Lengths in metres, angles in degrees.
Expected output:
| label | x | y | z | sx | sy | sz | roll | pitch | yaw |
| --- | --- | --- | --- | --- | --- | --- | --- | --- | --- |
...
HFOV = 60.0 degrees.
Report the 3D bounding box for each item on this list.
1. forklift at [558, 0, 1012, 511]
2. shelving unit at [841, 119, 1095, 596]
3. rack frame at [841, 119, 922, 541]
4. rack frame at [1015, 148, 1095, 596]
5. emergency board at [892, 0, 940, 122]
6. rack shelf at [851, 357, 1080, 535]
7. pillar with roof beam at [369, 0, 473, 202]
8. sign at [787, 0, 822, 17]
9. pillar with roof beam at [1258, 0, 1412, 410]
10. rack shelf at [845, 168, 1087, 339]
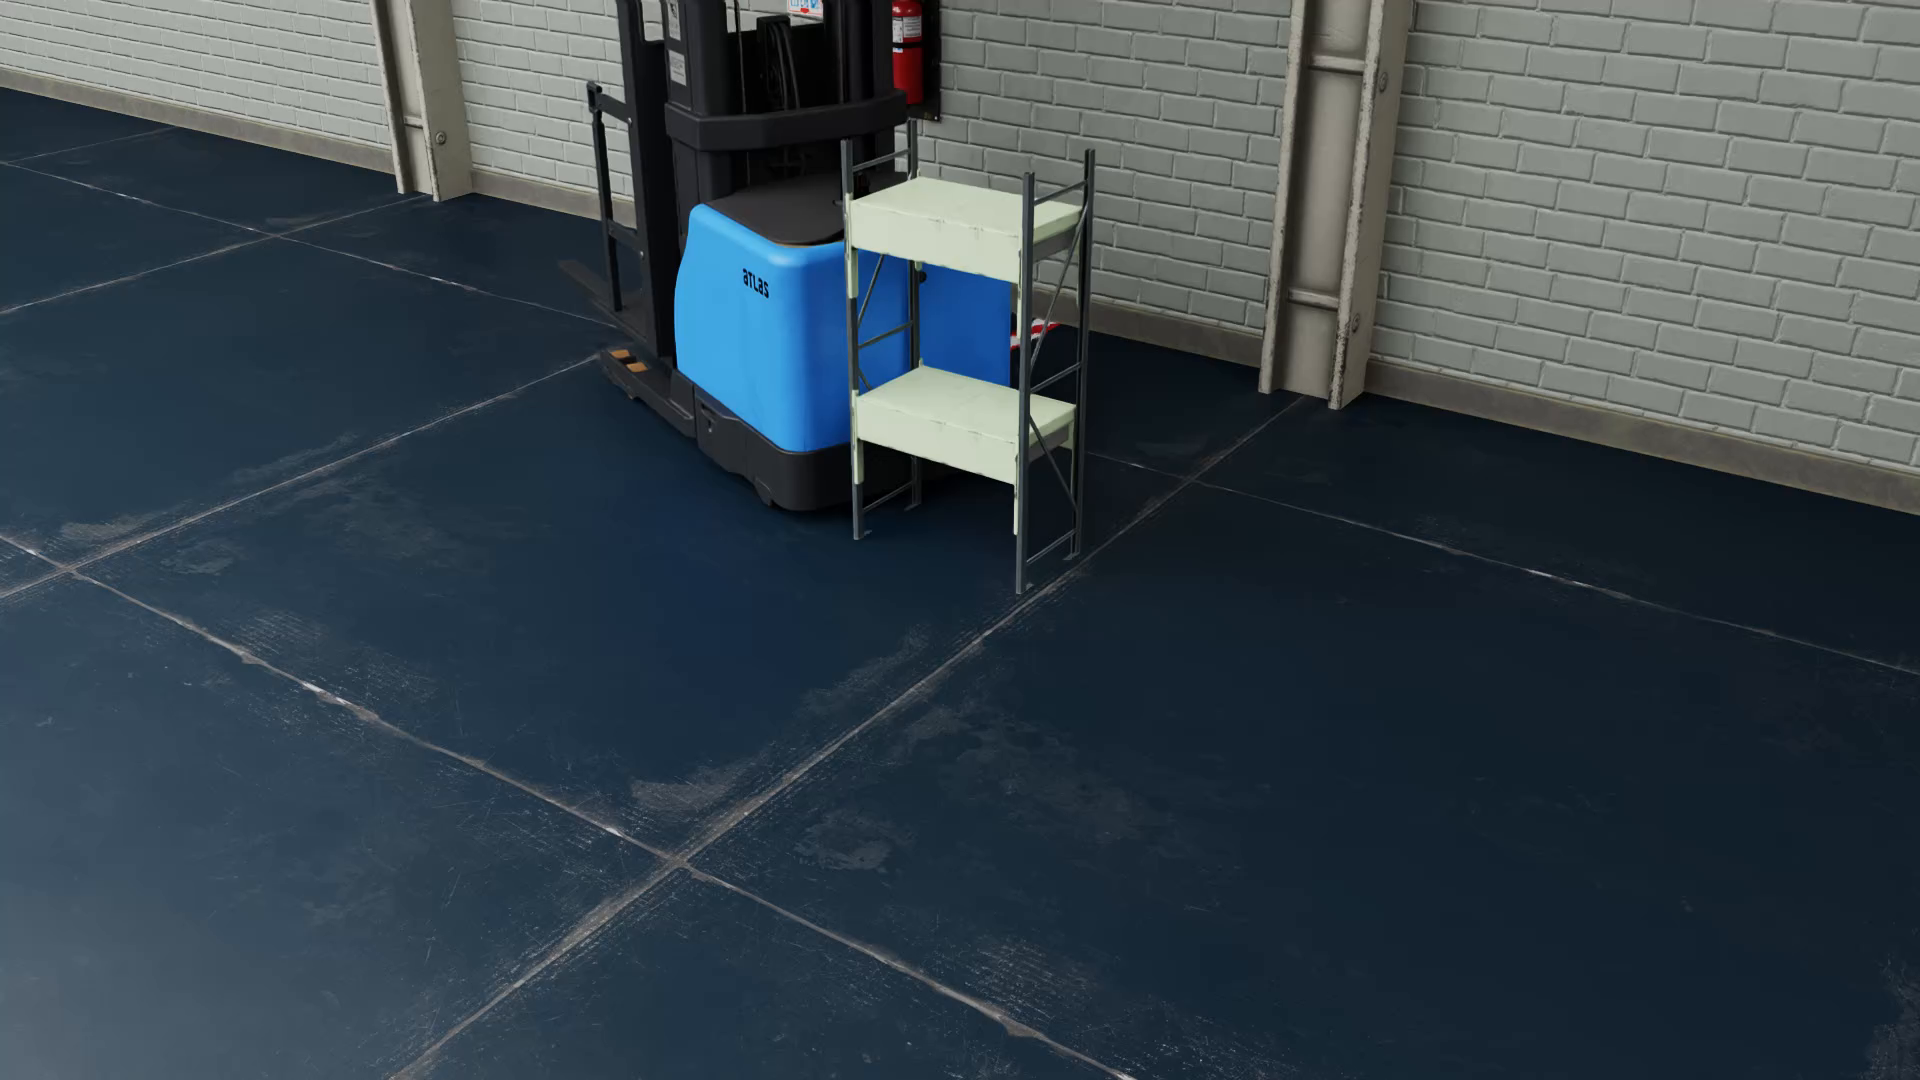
| label | x | y | z | sx | sy | sz | roll | pitch | yaw |
| --- | --- | --- | --- | --- | --- | --- | --- | --- | --- |
| forklift | -0.990 | -2.040 | 7.028 | 1.130 | 2.935 | 3.031 | -16 | 31 | -28 |
| shelving unit | 0.023 | -0.643 | 5.860 | 0.755 | 1.500 | 0.431 | 18 | 32 | 31 |
| rack frame | -0.275 | -0.739 | 6.049 | 0.023 | 1.500 | 0.400 | 18 | 32 | 31 |
| rack frame | 0.321 | -0.547 | 5.670 | 0.023 | 1.500 | 0.400 | 18 | 32 | 31 |
| emergency board | -0.408 | -2.671 | 8.191 | 0.643 | 1.169 | 0.194 | 17 | 32 | 30 |
| rack shelf | 0.023 | -0.352 | 6.008 | 0.720 | 0.370 | 0.431 | 18 | 32 | 31 |
| pillar with roof beam | -5.776 | -4.627 | 5.421 | 0.400 | 9.000 | 9.100 | 17 | 32 | 30 |
| sign | -0.805 | -2.867 | 8.538 | 0.234 | 0.329 | 0.001 | 17 | 32 | 30 |
| pillar with roof beam | -0.830 | -3.086 | 2.393 | 0.400 | 9.000 | 9.100 | 17 | 32 | 30 |
| rack shelf | 0.023 | -0.991 | 5.683 | 0.720 | 0.370 | 0.431 | 18 | 32 | 31 |
